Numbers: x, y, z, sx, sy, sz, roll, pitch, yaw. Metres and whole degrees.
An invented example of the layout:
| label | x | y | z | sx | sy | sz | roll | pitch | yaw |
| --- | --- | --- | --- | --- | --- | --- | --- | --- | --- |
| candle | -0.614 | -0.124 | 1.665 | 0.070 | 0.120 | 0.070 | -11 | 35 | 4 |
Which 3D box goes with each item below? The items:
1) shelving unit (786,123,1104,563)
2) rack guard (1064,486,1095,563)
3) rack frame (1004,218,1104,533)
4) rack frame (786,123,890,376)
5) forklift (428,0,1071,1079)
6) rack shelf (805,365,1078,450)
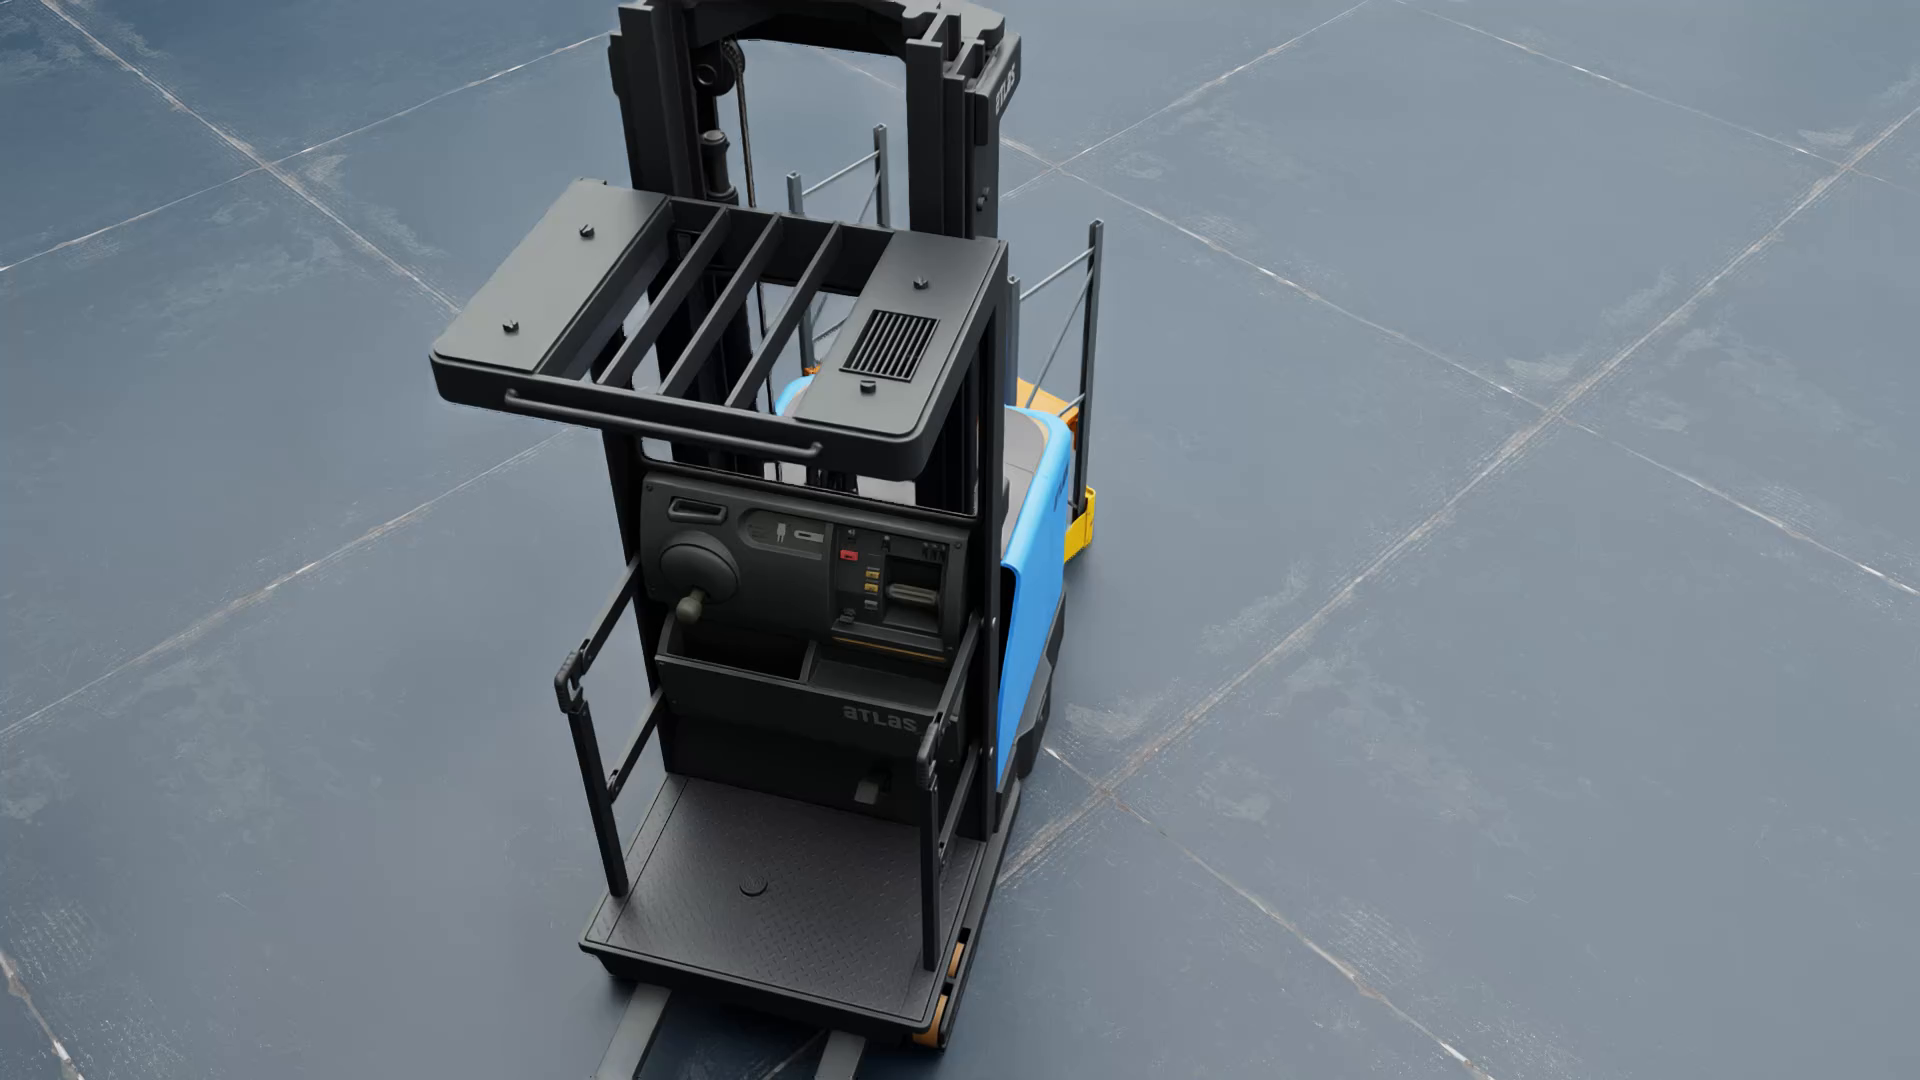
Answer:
| label | x | y | z | sx | sy | sz | roll | pitch | yaw |
| --- | --- | --- | --- | --- | --- | --- | --- | --- | --- |
| shelving unit | -0.056 | -0.646 | 6.344 | 1.083 | 1.500 | 0.587 | 30 | 51 | 29 |
| rack guard | 0.322 | 0.034 | 6.529 | 0.087 | 0.250 | 0.587 | 30 | 51 | 29 |
| rack frame | 0.323 | -0.425 | 6.105 | 0.032 | 1.500 | 0.500 | 30 | 51 | 29 |
| rack frame | -0.447 | -0.876 | 6.592 | 0.032 | 1.500 | 0.500 | 30 | 51 | 29 |
| forklift | -0.491 | 0.167 | 4.409 | 1.130 | 2.935 | 3.031 | 10 | 44 | 11 |
| rack shelf | -0.062 | -0.518 | 6.471 | 1.000 | 0.185 | 0.538 | 30 | 51 | 29 |
